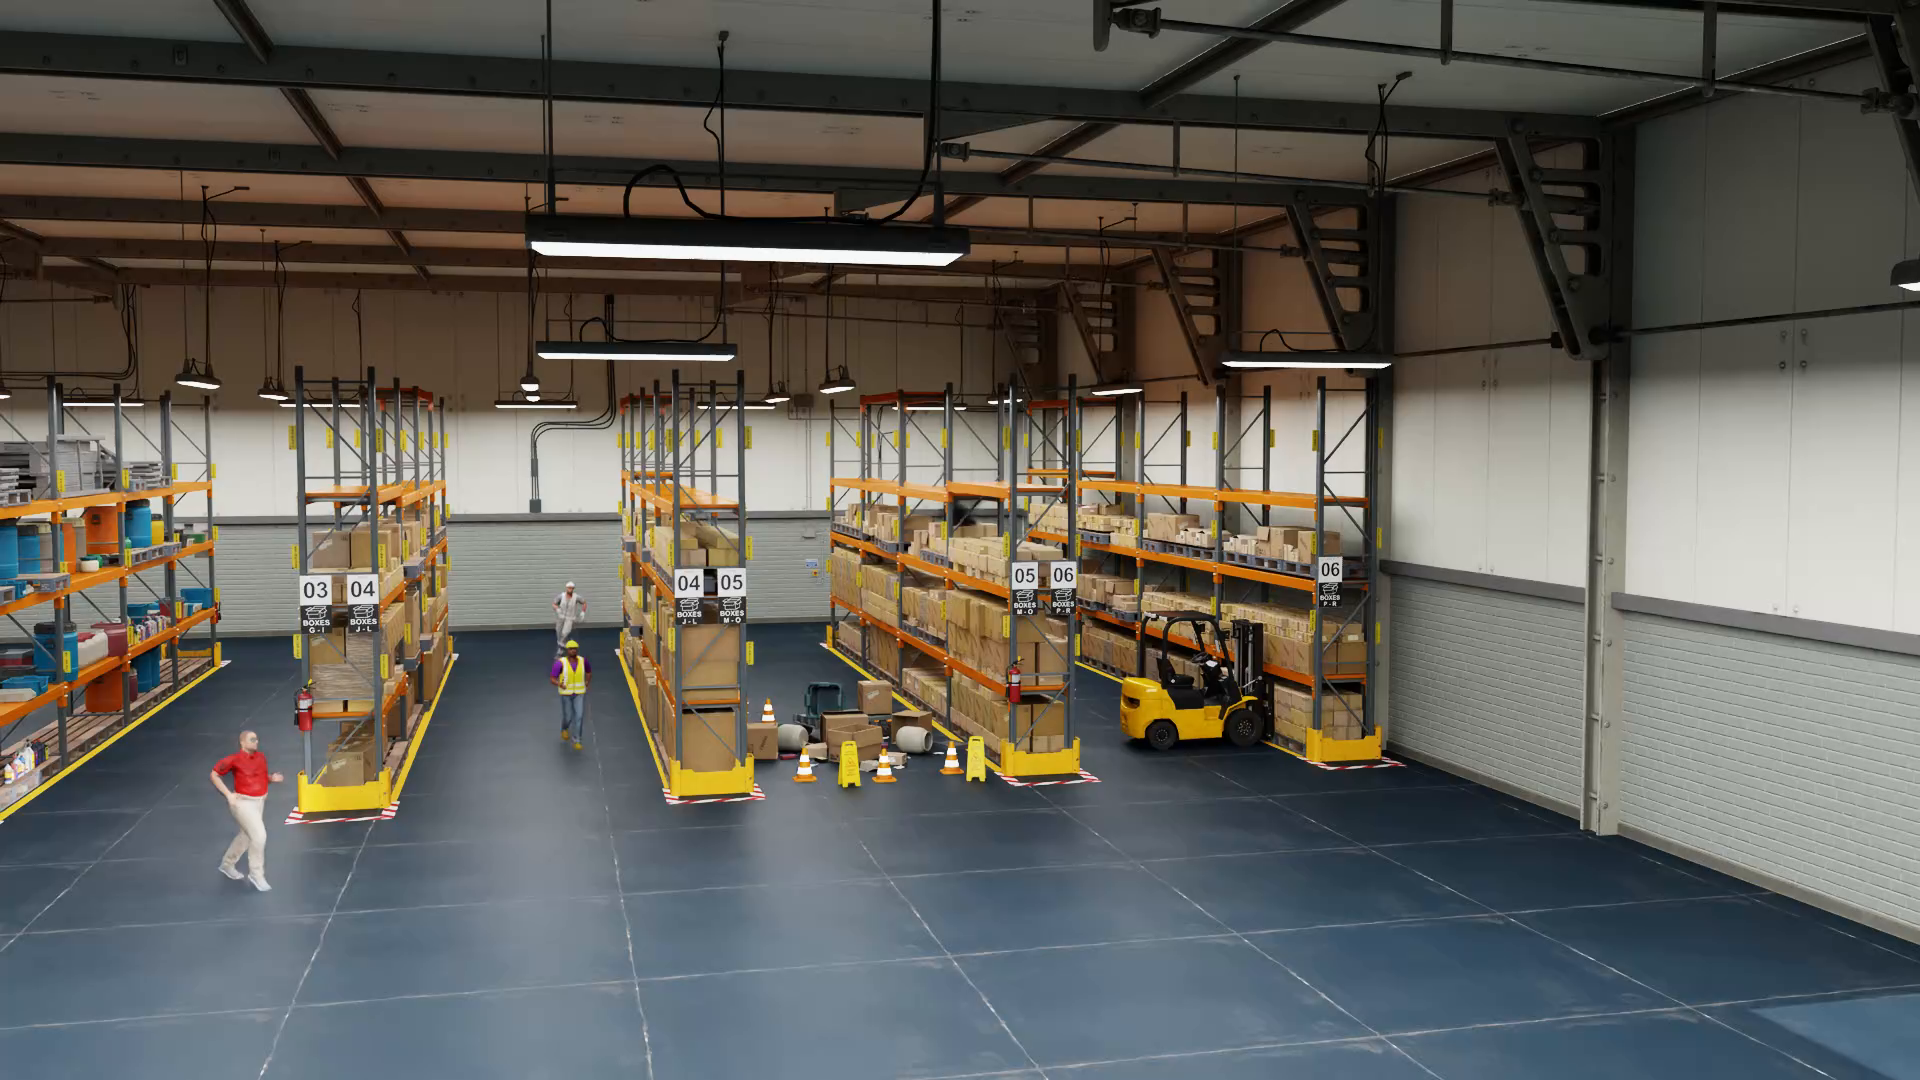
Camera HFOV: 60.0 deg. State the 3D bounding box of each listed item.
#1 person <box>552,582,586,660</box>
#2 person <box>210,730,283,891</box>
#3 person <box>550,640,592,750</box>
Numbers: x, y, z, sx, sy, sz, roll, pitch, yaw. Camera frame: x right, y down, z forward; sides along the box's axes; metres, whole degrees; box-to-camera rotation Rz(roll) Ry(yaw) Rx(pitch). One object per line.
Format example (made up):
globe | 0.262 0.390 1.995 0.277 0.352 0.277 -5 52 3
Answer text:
person | -9.040 1.858 38.302 0.784 1.779 0.766 0 3 0
person | -8.001 3.039 18.702 0.796 1.799 0.642 1 3 10
person | -6.291 2.498 26.996 0.712 1.745 0.897 -2 4 -25
